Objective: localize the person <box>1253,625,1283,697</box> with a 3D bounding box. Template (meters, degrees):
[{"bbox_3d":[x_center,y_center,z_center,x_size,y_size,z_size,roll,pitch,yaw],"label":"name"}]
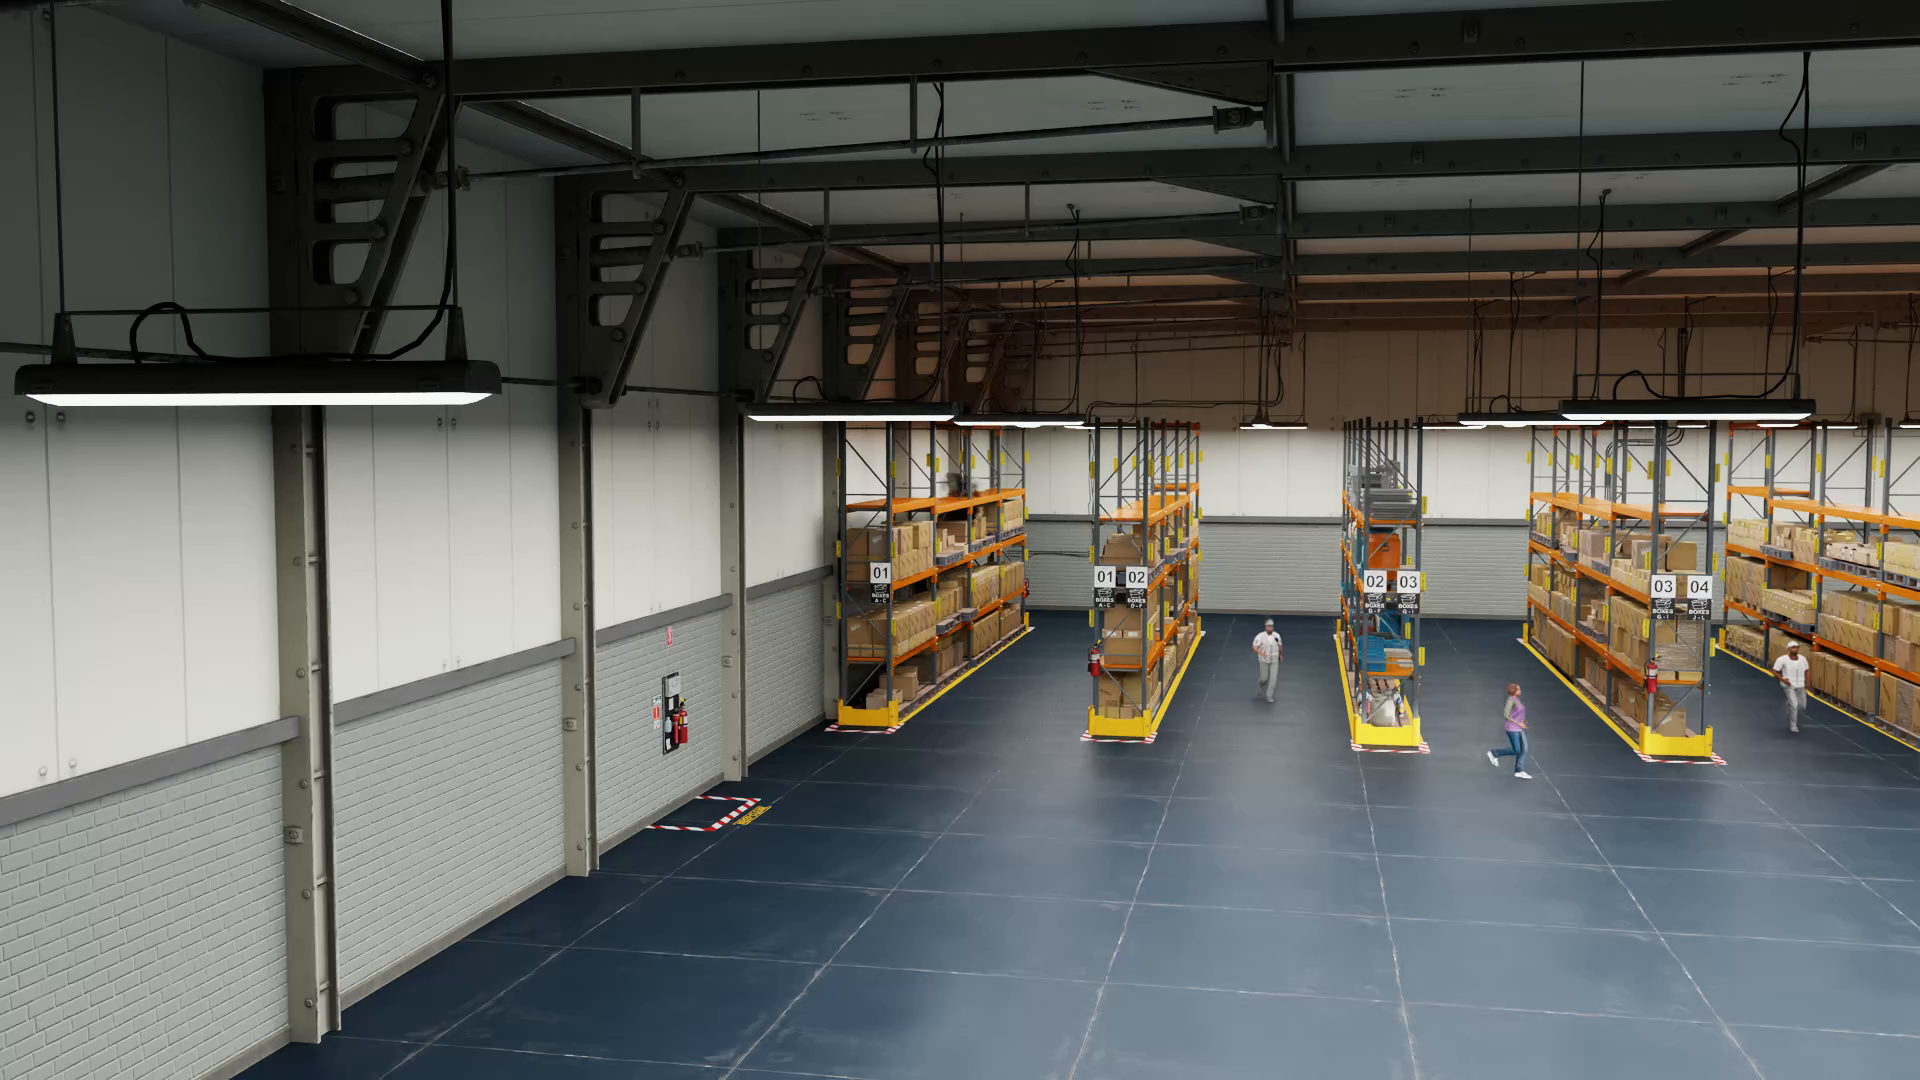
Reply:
[{"bbox_3d":[6.573,2.540,35.406,0.664,1.600,0.624,0,4,-7],"label":"person"}]

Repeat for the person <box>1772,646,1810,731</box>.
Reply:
[{"bbox_3d":[16.034,2.815,32.061,0.720,1.671,0.661,0,4,-3],"label":"person"}]

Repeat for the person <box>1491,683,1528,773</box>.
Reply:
[{"bbox_3d":[9.154,3.110,27.611,0.628,1.491,0.536,3,5,36],"label":"person"}]
